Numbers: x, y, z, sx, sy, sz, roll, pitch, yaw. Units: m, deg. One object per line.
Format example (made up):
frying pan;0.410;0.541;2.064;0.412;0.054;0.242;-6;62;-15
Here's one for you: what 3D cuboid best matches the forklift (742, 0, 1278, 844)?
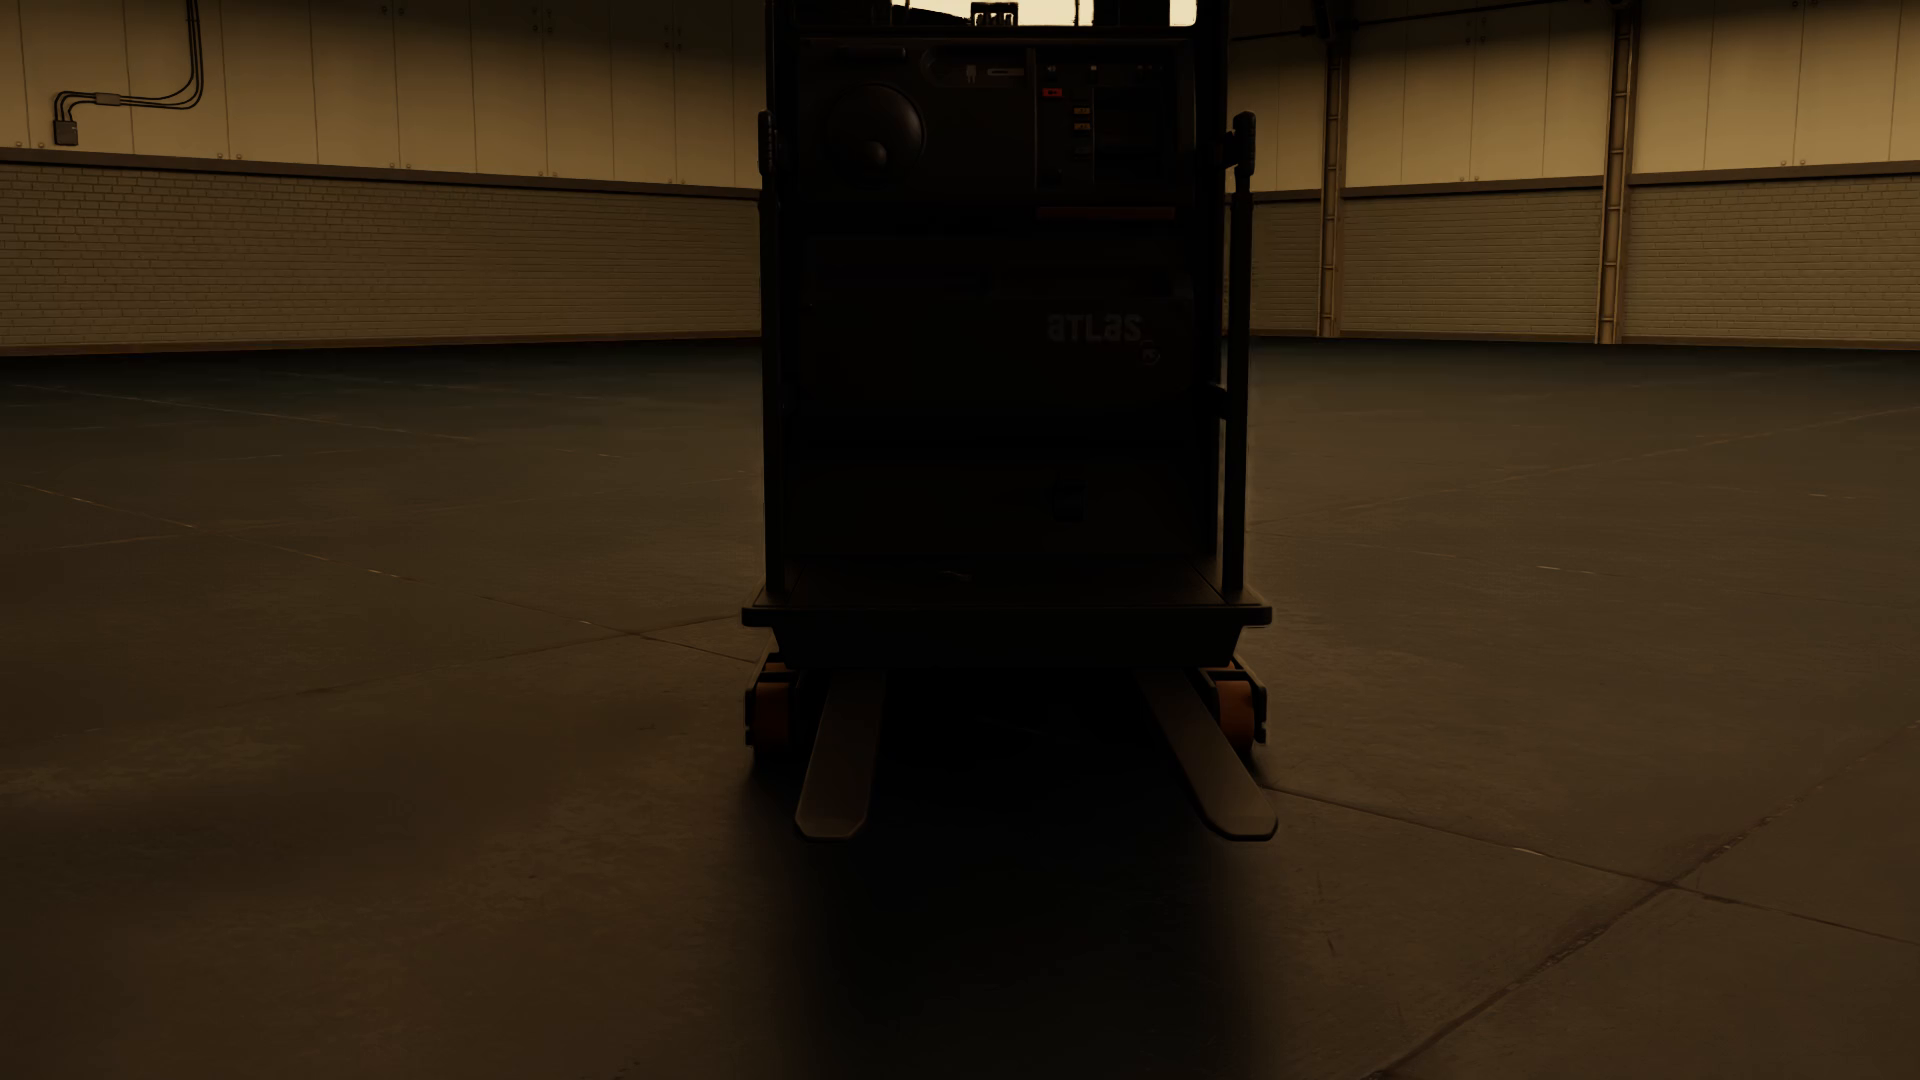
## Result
forklift;0.091;-1.027;3.694;1.130;2.935;3.031;0;9;-1
